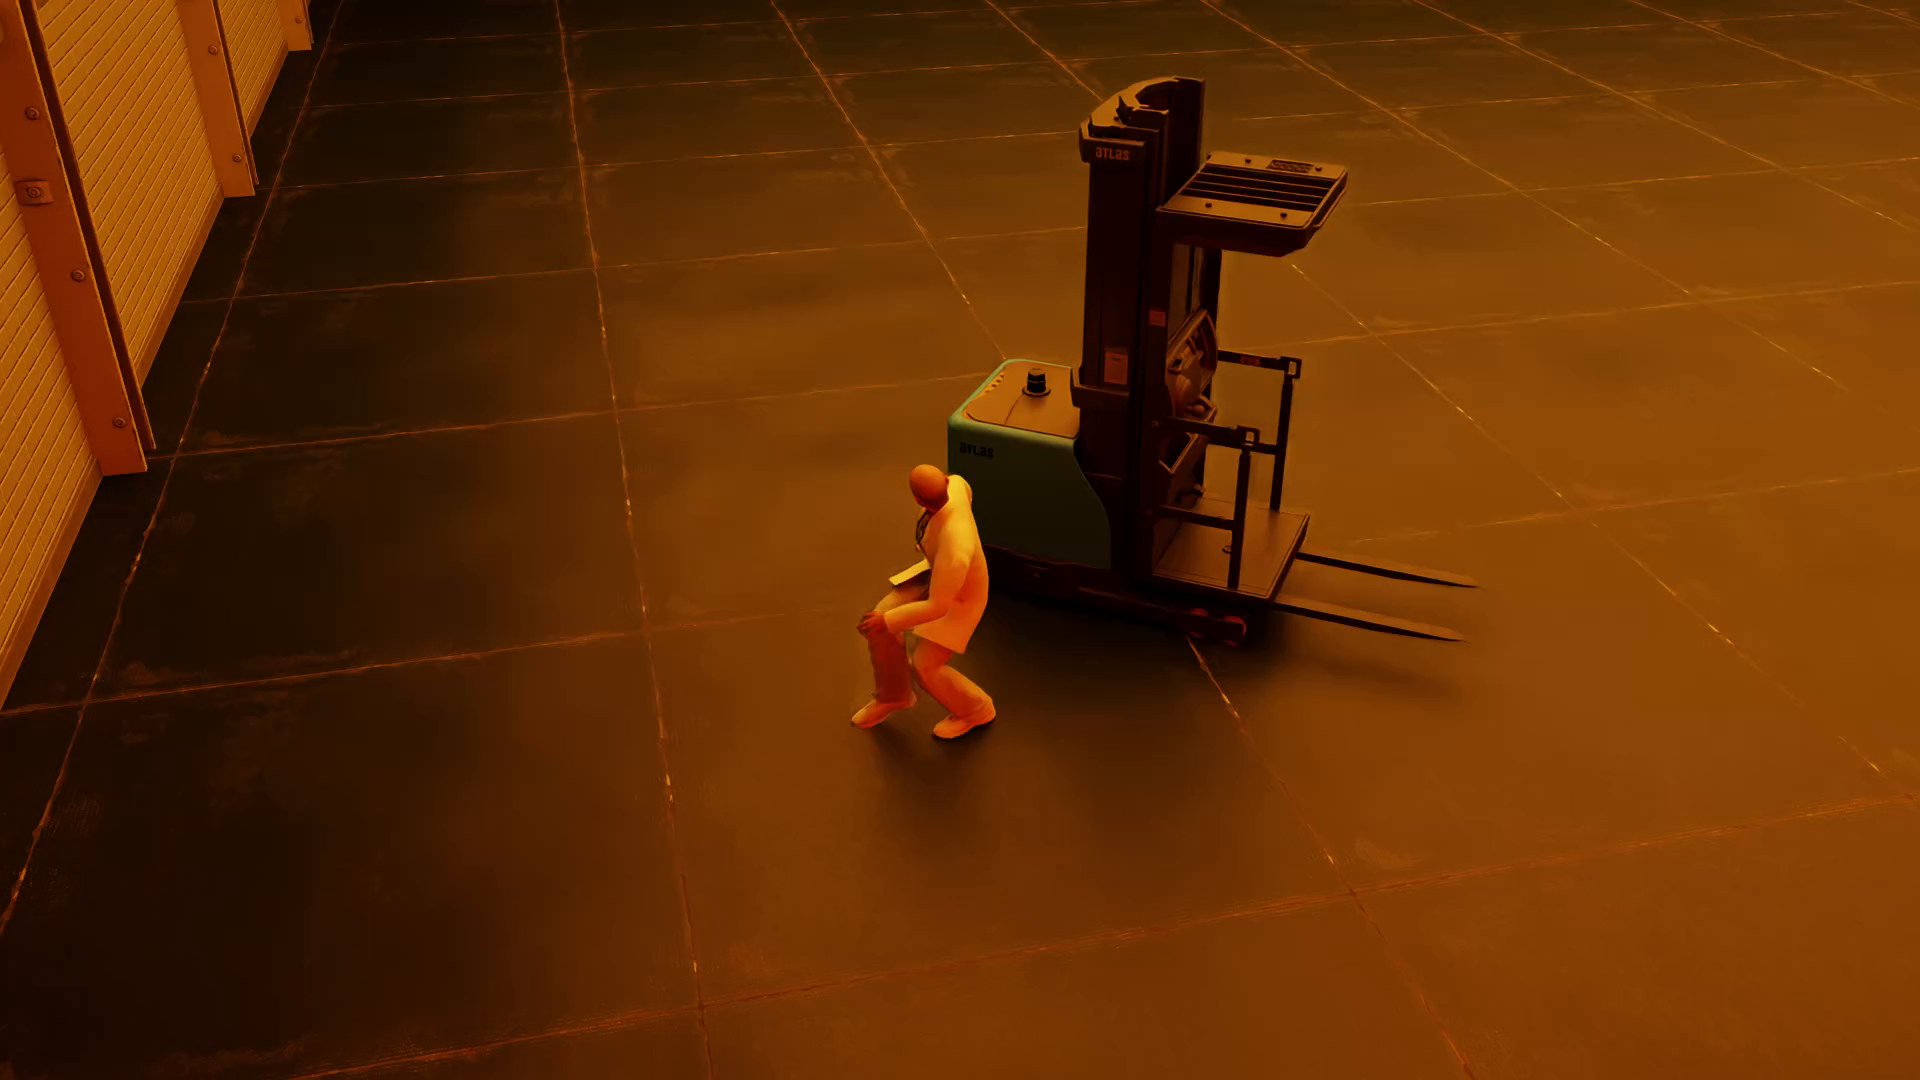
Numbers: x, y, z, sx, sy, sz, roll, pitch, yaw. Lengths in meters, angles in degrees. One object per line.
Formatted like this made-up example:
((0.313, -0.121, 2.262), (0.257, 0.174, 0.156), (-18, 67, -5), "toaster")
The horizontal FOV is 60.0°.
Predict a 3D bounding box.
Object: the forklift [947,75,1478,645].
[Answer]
((1.479, -0.974, 9.256), (3.031, 2.935, 1.130), (12, 32, 20), "forklift")

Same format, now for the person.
((-0.197, 0.268, 8.506), (0.801, 1.570, 0.808), (-12, 32, -19), "person")
